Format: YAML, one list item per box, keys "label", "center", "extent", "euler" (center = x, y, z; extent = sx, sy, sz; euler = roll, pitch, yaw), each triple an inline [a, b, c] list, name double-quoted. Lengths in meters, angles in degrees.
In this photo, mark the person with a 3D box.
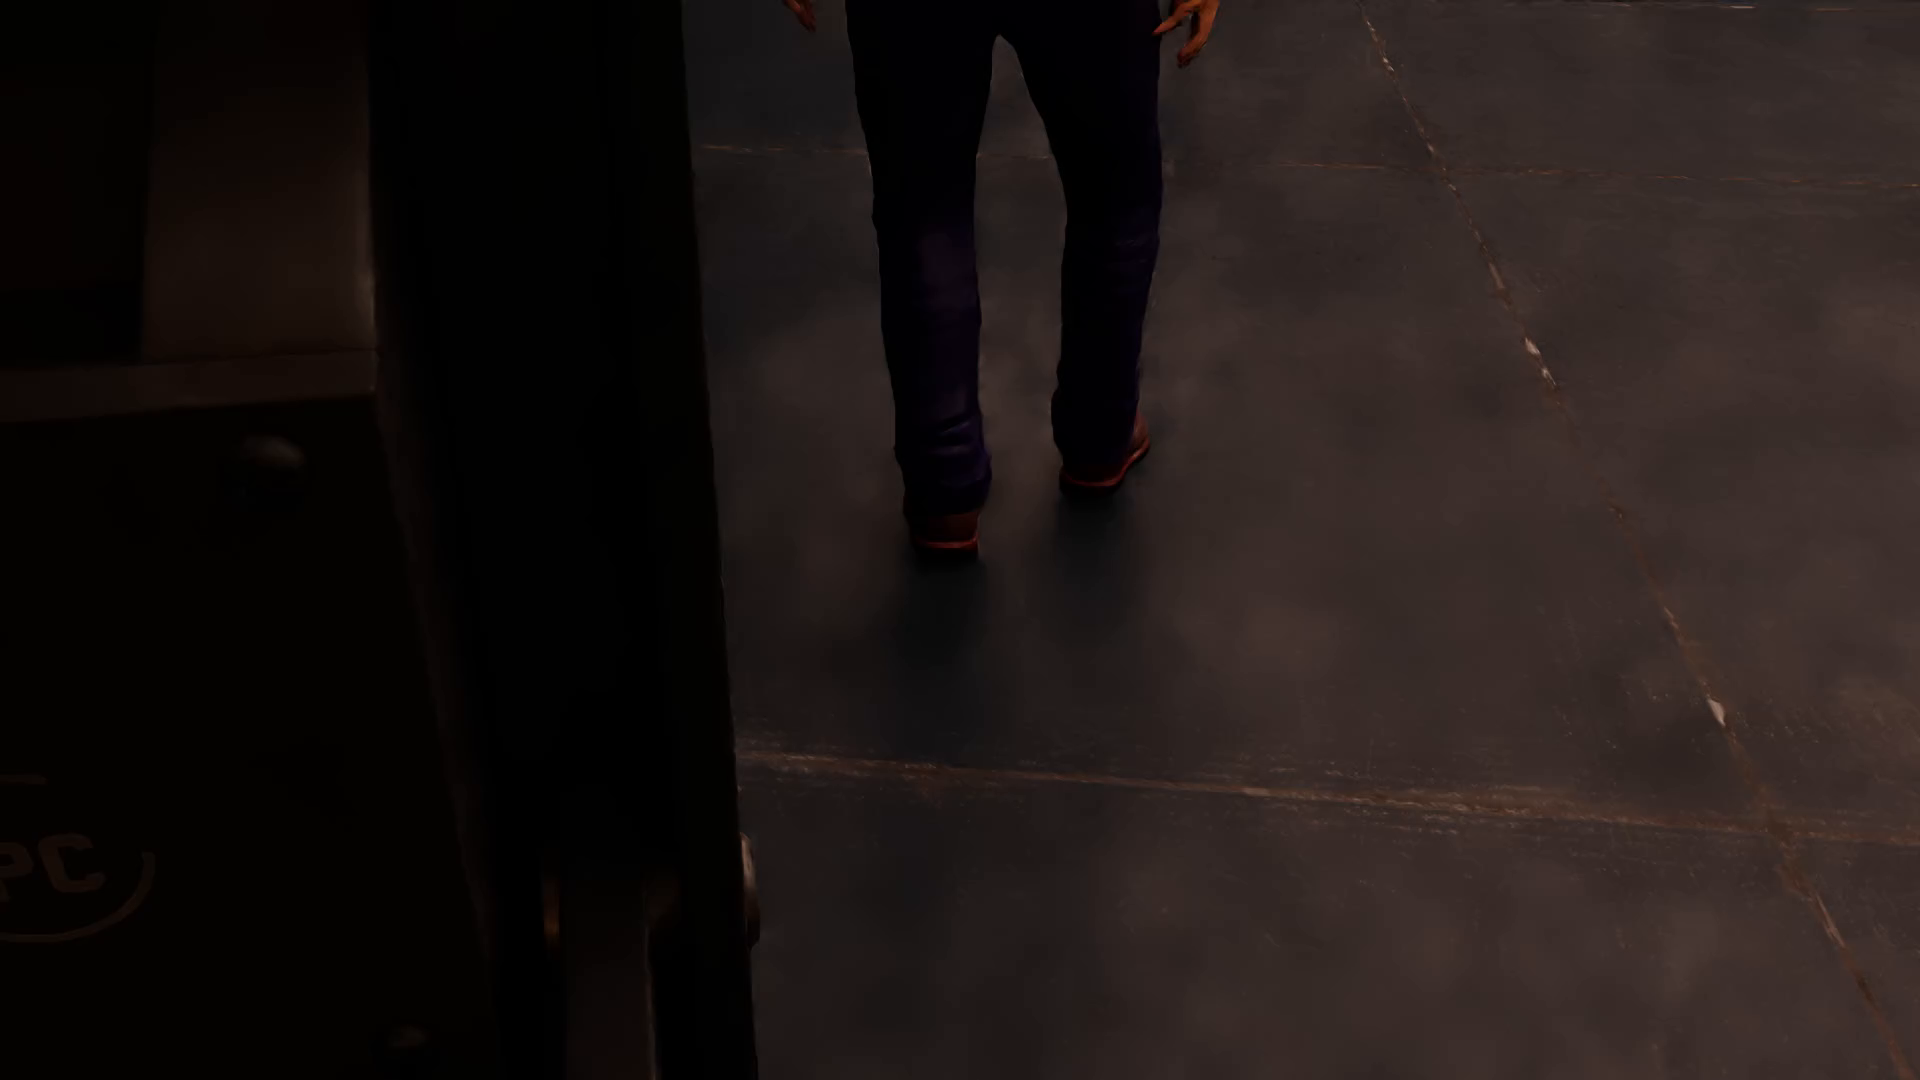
- label: "person"
  center: [0.044, -0.805, 2.300]
  extent: [0.618, 1.624, 0.544]
  euler: [2, 27, 3]
